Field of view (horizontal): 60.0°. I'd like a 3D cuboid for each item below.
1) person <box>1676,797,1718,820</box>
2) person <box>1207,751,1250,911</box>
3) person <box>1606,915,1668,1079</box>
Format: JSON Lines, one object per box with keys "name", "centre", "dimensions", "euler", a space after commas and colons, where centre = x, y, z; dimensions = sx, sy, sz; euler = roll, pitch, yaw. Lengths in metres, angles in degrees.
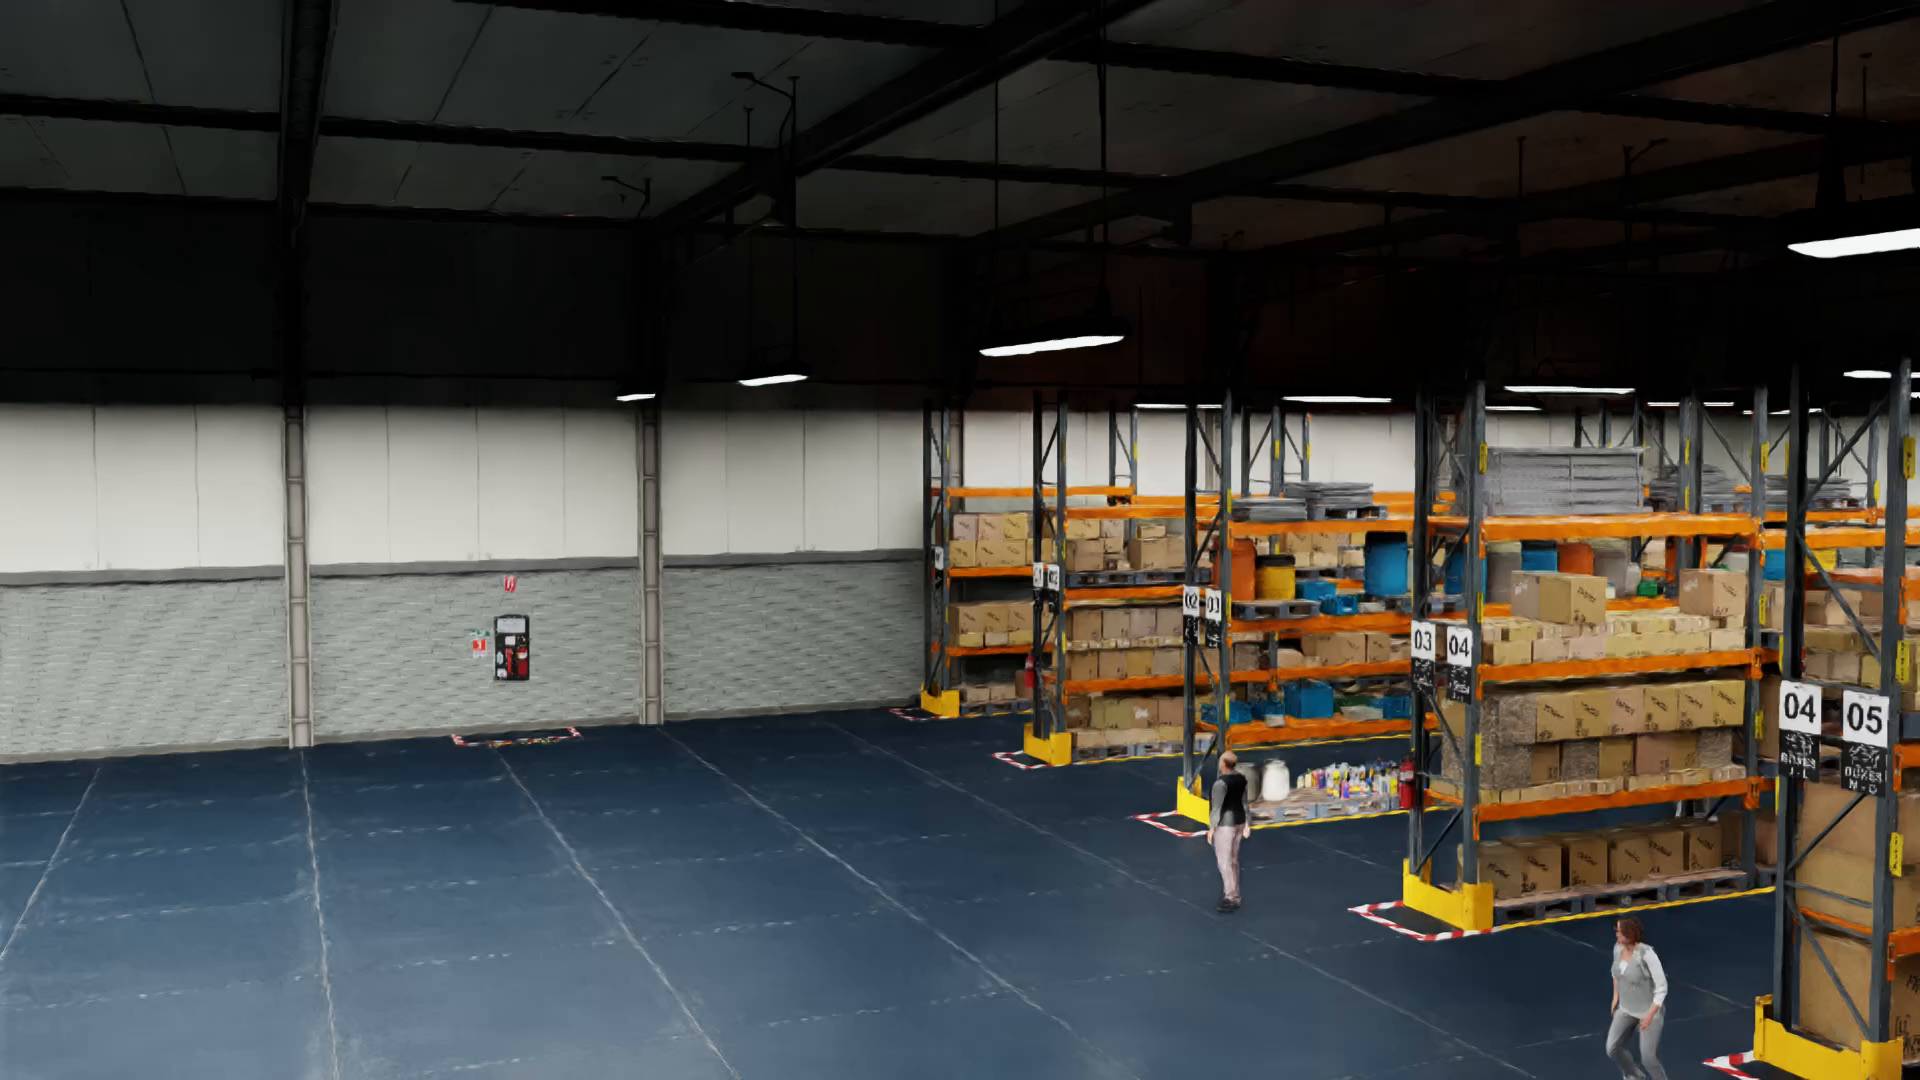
{"name": "person", "centre": [10.017, 2.932, 22.521], "dimensions": [0.515, 1.785, 0.638], "euler": [3, 4, 39]}
{"name": "person", "centre": [2.988, 3.220, 18.548], "dimensions": [0.468, 1.719, 0.718], "euler": [3, 4, 40]}
{"name": "person", "centre": [5.255, 3.641, 12.862], "dimensions": [0.519, 1.541, 0.566], "euler": [-2, 4, -25]}
